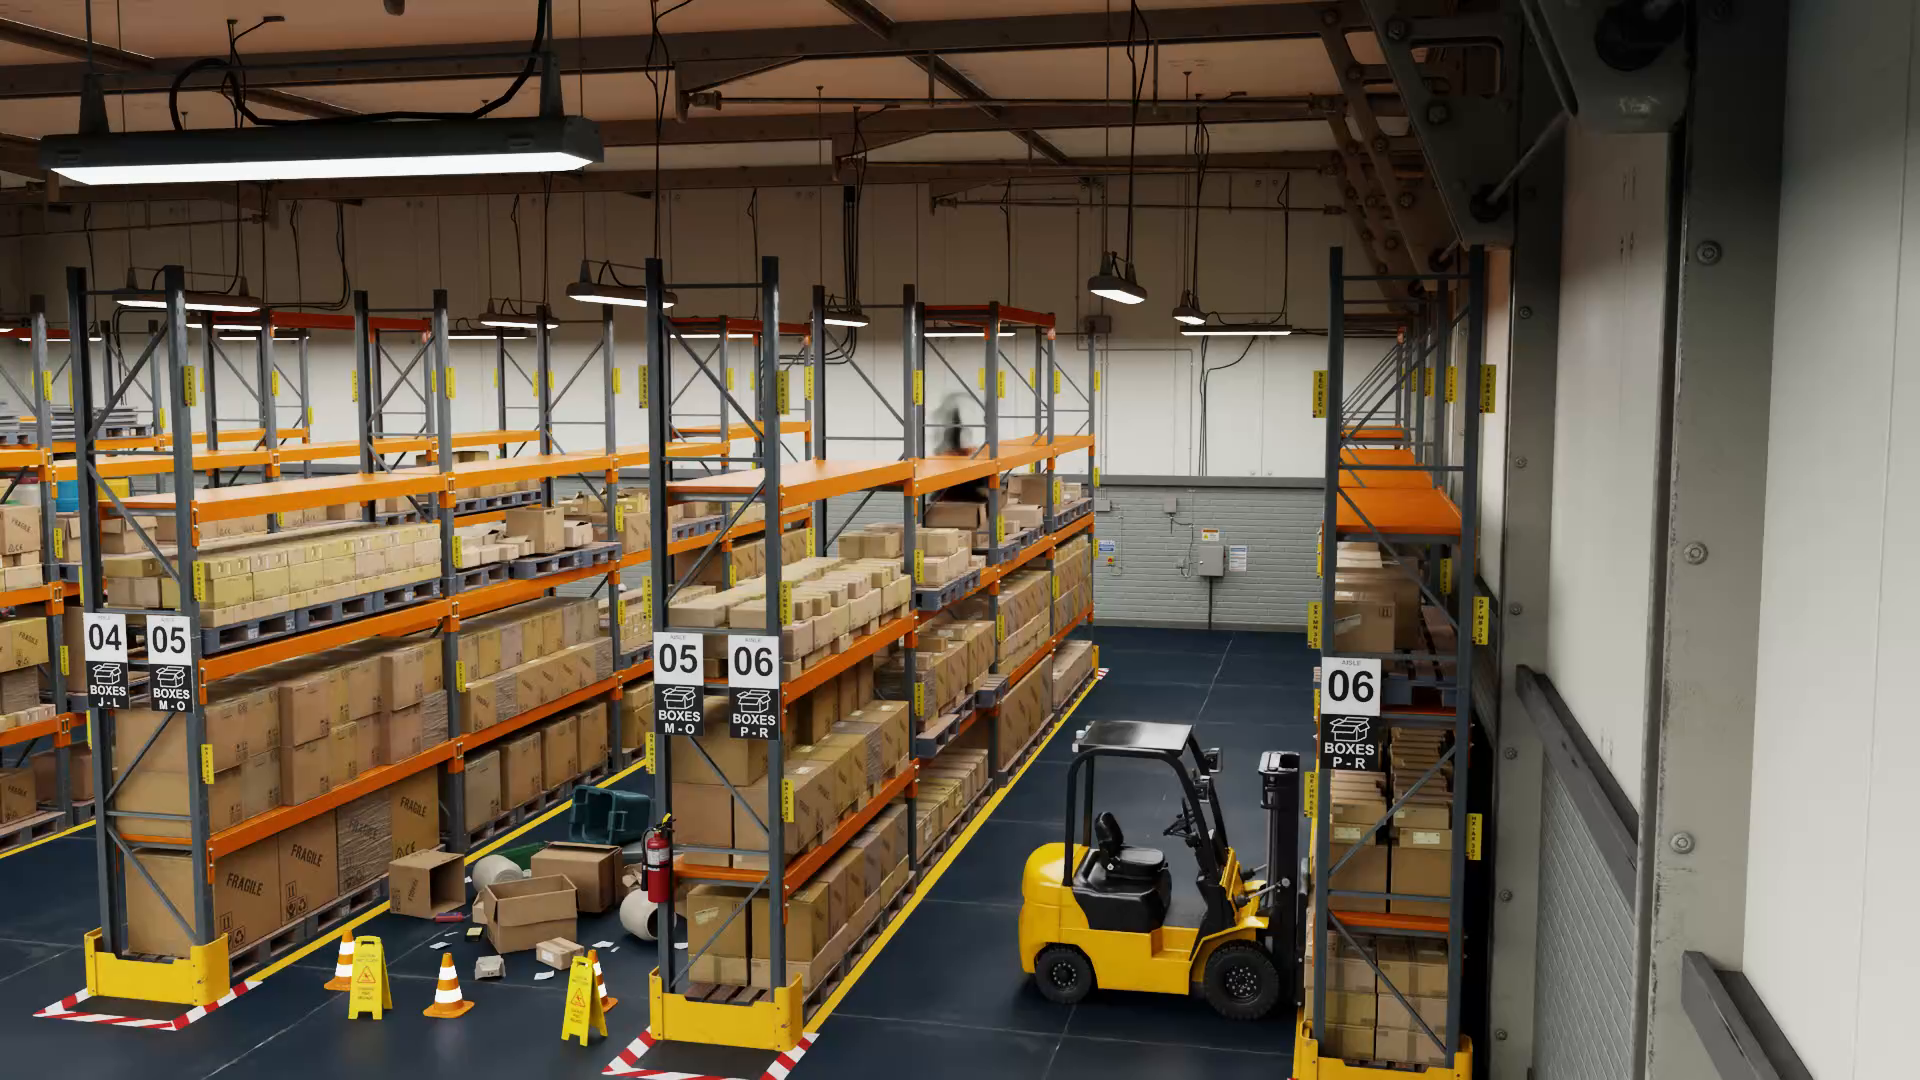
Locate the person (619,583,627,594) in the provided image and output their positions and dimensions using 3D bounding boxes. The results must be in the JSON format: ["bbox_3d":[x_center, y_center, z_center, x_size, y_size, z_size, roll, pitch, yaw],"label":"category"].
[{"bbox_3d":[-5.523,1.558,26.964,0.685,1.720,0.633,1,6,12],"label":"person"}]
